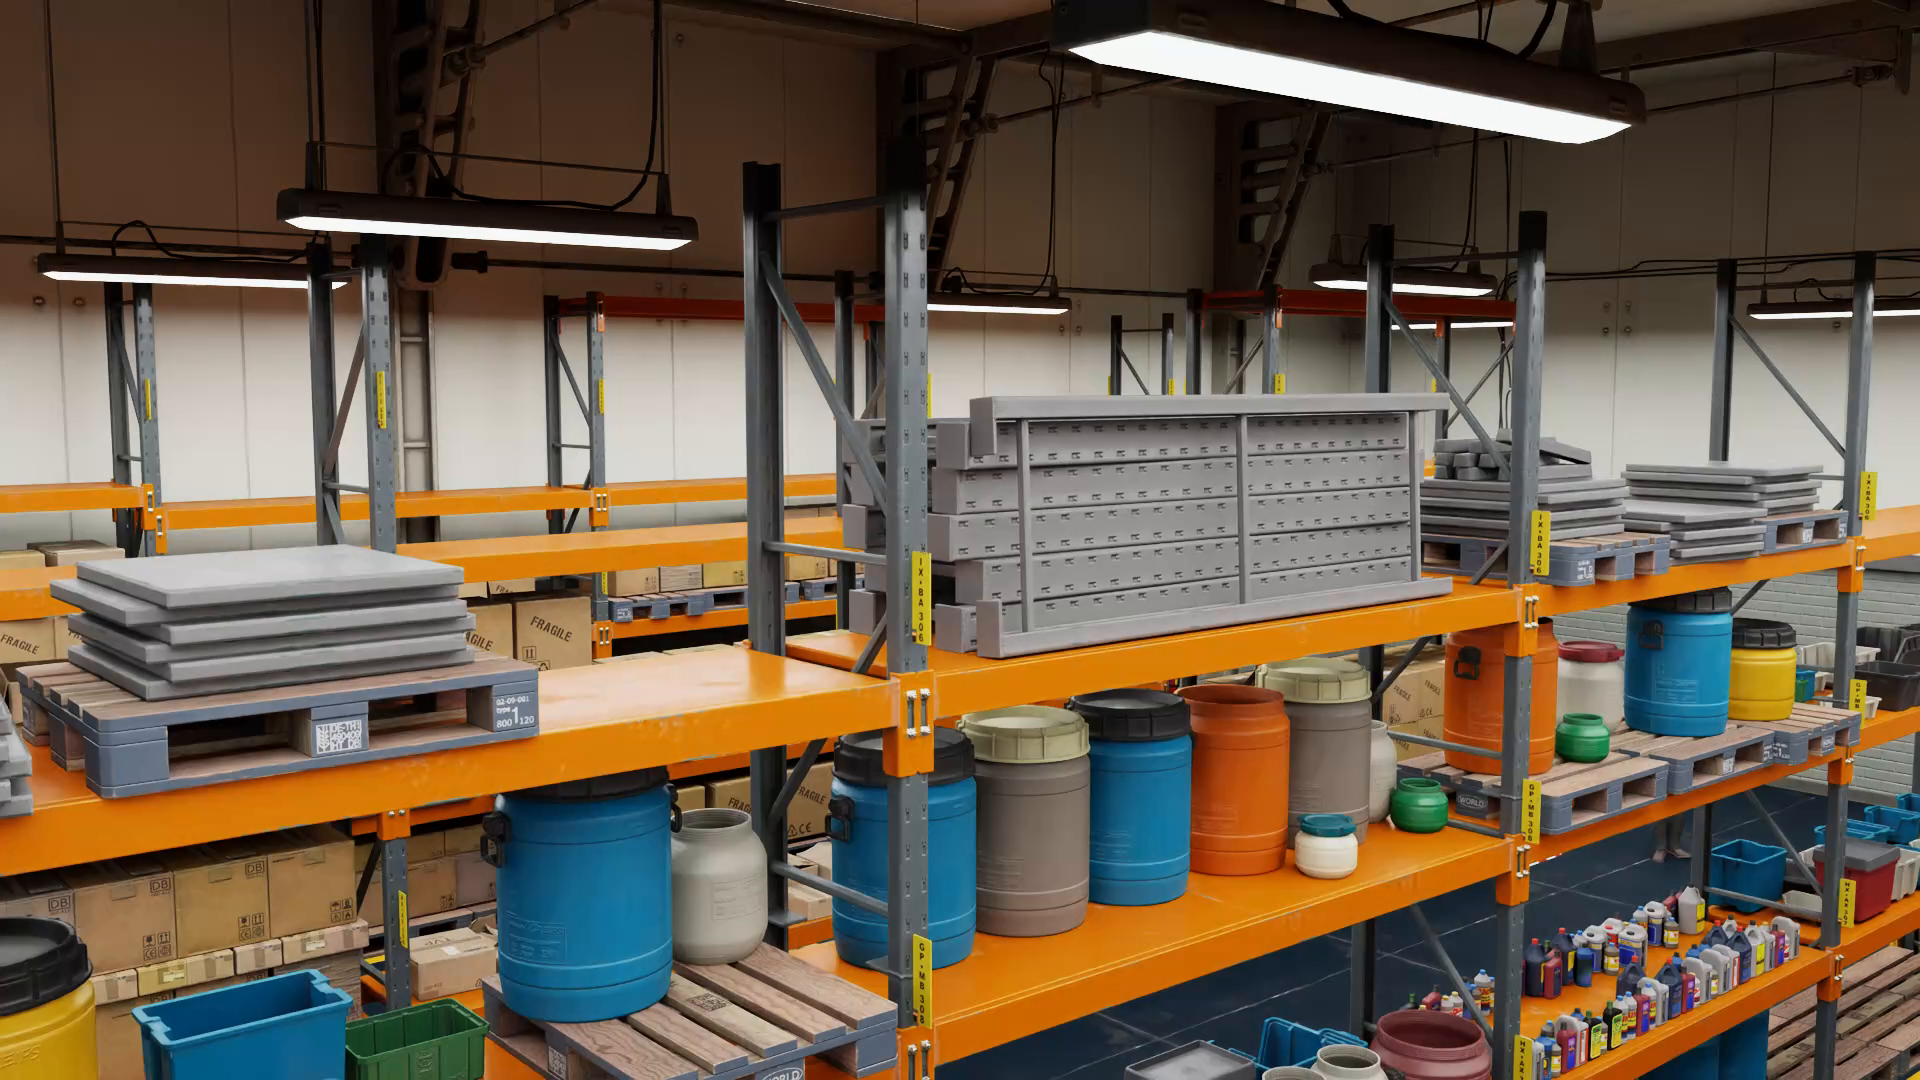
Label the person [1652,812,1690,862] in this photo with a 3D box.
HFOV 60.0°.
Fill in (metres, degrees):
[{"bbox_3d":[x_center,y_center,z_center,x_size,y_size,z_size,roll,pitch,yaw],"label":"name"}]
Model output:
[{"bbox_3d":[7.633,2.631,17.928,0.565,1.674,0.398,3,6,26],"label":"person"}]
